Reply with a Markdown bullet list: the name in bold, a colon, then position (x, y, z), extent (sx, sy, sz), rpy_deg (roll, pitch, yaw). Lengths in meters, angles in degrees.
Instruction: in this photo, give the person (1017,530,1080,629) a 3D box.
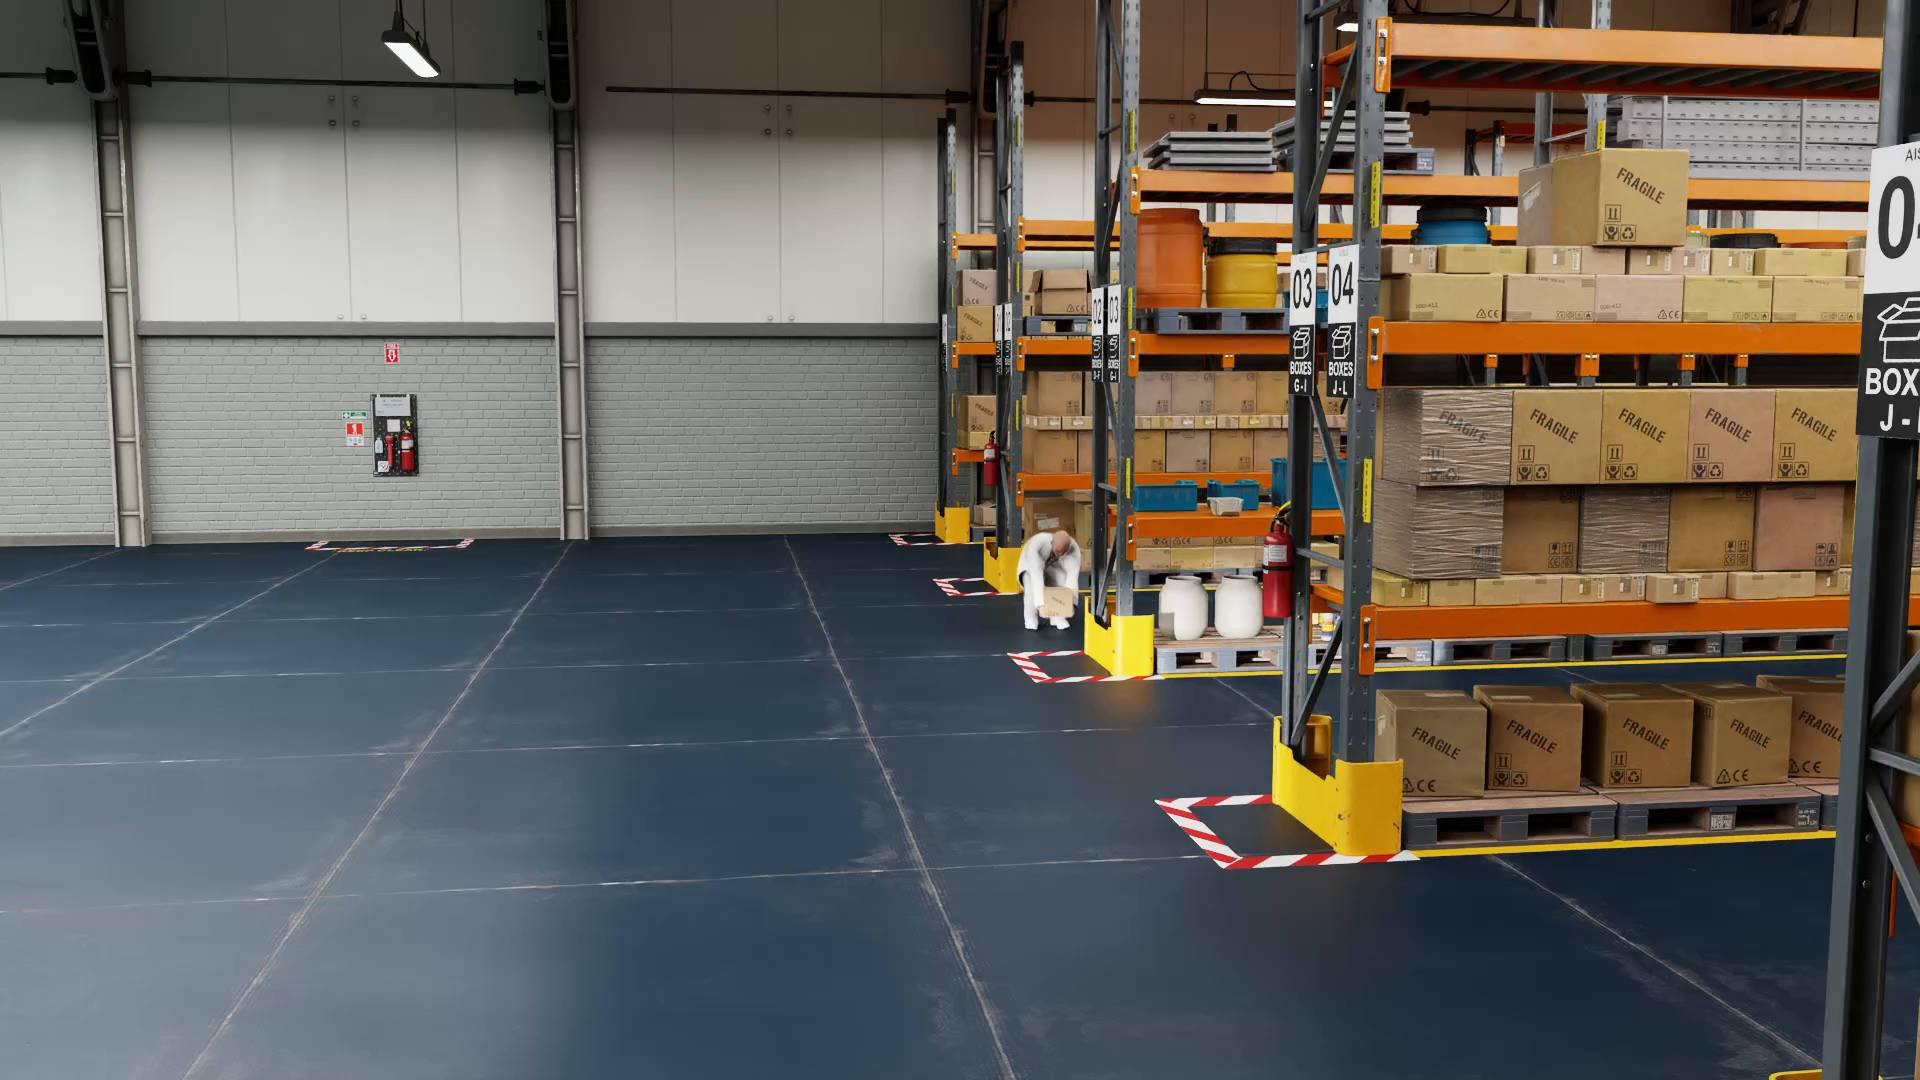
- **person**: position (0.855, 0.370, 15.965), extent (0.589, 1.003, 0.942), rpy_deg (-1, 6, -11)
